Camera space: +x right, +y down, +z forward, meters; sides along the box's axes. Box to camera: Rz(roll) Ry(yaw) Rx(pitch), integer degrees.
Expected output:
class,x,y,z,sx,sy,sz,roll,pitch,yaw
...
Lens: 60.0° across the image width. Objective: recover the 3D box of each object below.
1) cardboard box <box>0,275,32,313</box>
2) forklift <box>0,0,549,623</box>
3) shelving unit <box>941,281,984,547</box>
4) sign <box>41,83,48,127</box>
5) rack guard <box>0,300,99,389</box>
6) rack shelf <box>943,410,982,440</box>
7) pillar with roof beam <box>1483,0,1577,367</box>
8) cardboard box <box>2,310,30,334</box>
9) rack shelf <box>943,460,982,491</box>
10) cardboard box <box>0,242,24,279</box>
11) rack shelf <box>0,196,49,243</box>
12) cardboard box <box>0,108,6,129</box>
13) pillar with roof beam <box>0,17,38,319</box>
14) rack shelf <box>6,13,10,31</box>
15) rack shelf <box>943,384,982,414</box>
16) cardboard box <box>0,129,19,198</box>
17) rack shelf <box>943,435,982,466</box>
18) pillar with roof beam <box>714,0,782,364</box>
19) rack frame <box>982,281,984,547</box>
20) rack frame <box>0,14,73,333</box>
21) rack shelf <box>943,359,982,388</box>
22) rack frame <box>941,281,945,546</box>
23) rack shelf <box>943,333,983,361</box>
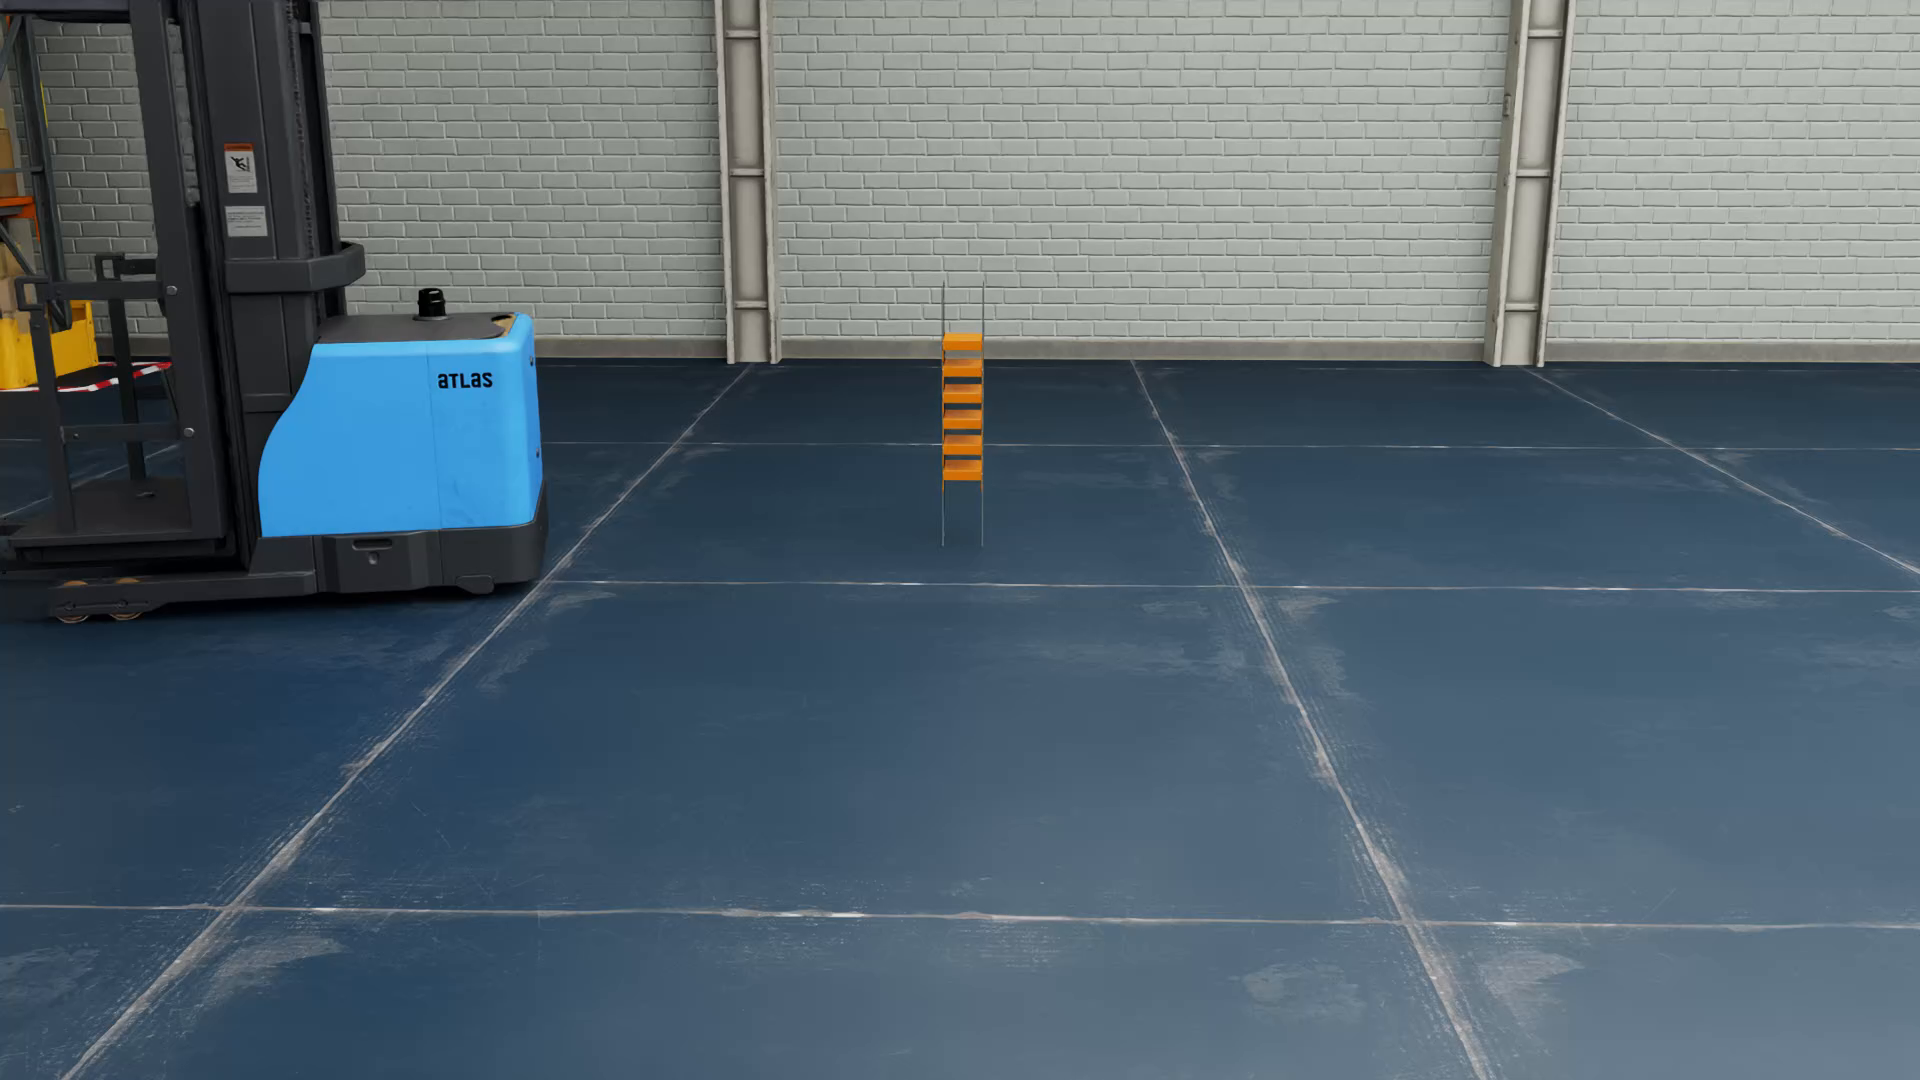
class,x,y,z,sx,sy,sz,roll,pitch,yaw
cardboard box,-7.427,-1.858,12.589,0.500,0.250,0.500,1,15,2
forklift,-3.337,-1.234,6.771,3.031,2.935,1.130,-3,15,-11
shelving unit,0.014,-0.580,7.687,0.189,1.200,0.258,0,15,1
sign,-6.942,-3.285,12.559,0.005,0.325,0.100,0,15,1
rack guard,-6.938,-1.478,12.462,0.348,0.500,1.175,0,15,1
rack shelf,0.014,-0.537,7.698,0.180,0.103,0.258,0,15,1
pillar with roof beam,4.251,-4.646,7.809,0.400,9.000,9.100,0,15,1
cardboard box,-7.448,-1.613,12.642,0.500,0.250,0.500,0,15,2
rack shelf,0.014,-0.305,7.759,0.180,0.103,0.258,0,15,1
cardboard box,-7.438,-2.095,12.508,0.500,0.250,0.500,0,15,1
rack shelf,-8.961,-2.352,12.285,4.000,0.370,1.077,0,15,1
cardboard box,-7.295,-3.117,12.307,0.250,0.149,0.380,0,15,0
pillar with roof beam,-7.745,-4.724,8.105,0.400,9.000,9.100,0,15,1
rack shelf,-8.961,-3.802,11.902,4.000,0.370,1.077,0,15,1
rack shelf,0.014,-0.653,7.667,0.180,0.103,0.258,0,15,1
cardboard box,-7.450,-2.809,12.411,0.500,0.500,0.500,1,15,3
rack shelf,0.014,-0.421,7.729,0.180,0.103,0.258,0,15,1
pillar with roof beam,-1.747,-4.685,7.957,0.400,9.000,9.100,0,15,1
rack frame,0.106,-0.579,7.684,0.006,1.200,0.240,0,15,1
rack frame,-6.962,-2.687,12.143,0.127,3.000,1.000,0,15,1
rack shelf,0.014,-0.769,7.637,0.180,0.103,0.258,0,15,1
rack frame,-0.077,-0.581,7.689,0.006,1.200,0.240,0,15,1
rack shelf,0.014,-0.885,7.606,0.180,0.103,0.258,0,15,1
